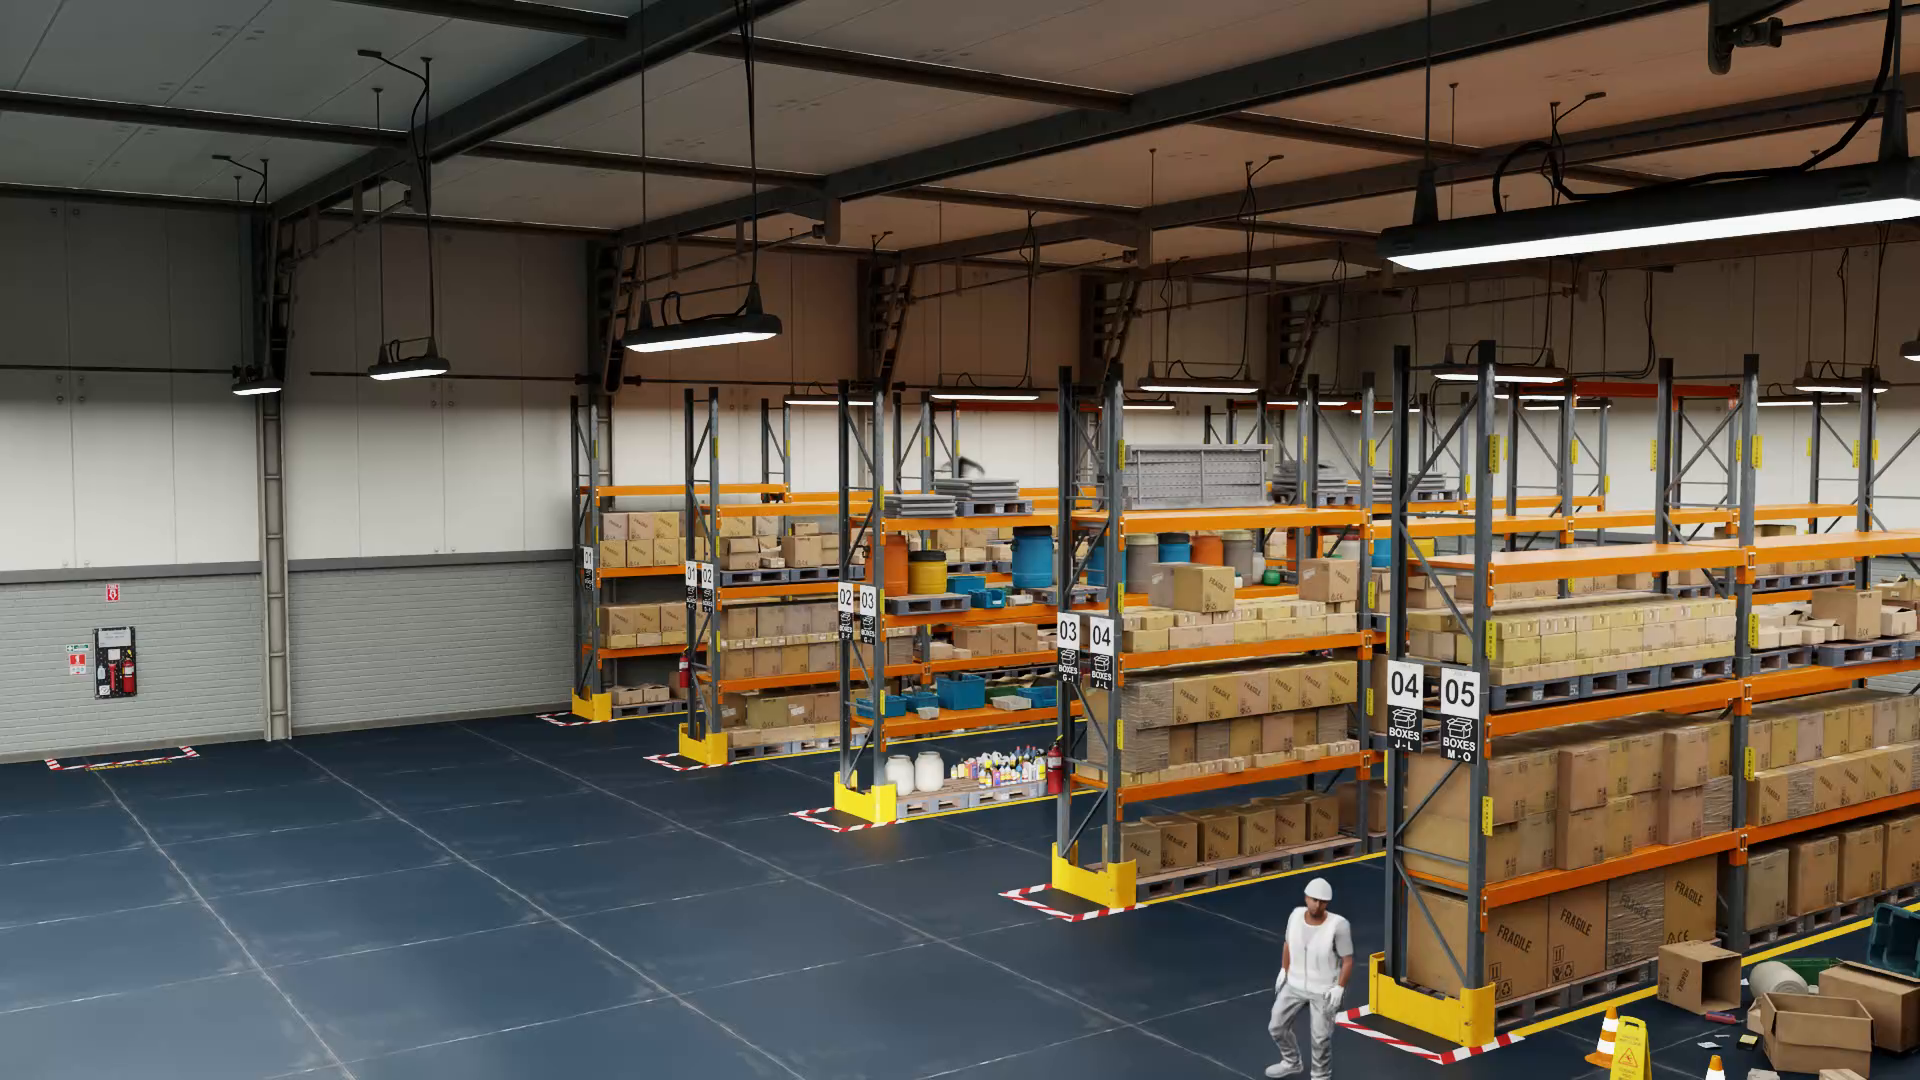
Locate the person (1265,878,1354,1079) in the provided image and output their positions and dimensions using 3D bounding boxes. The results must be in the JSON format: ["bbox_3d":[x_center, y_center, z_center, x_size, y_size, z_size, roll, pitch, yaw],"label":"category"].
[{"bbox_3d":[2.700,3.512,13.028,0.780,1.771,0.587,2,4,35],"label":"person"}]

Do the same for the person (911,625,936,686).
[{"bbox_3d":[-0.705,2.401,32.313,0.669,1.658,0.571,1,4,13],"label":"person"}]
